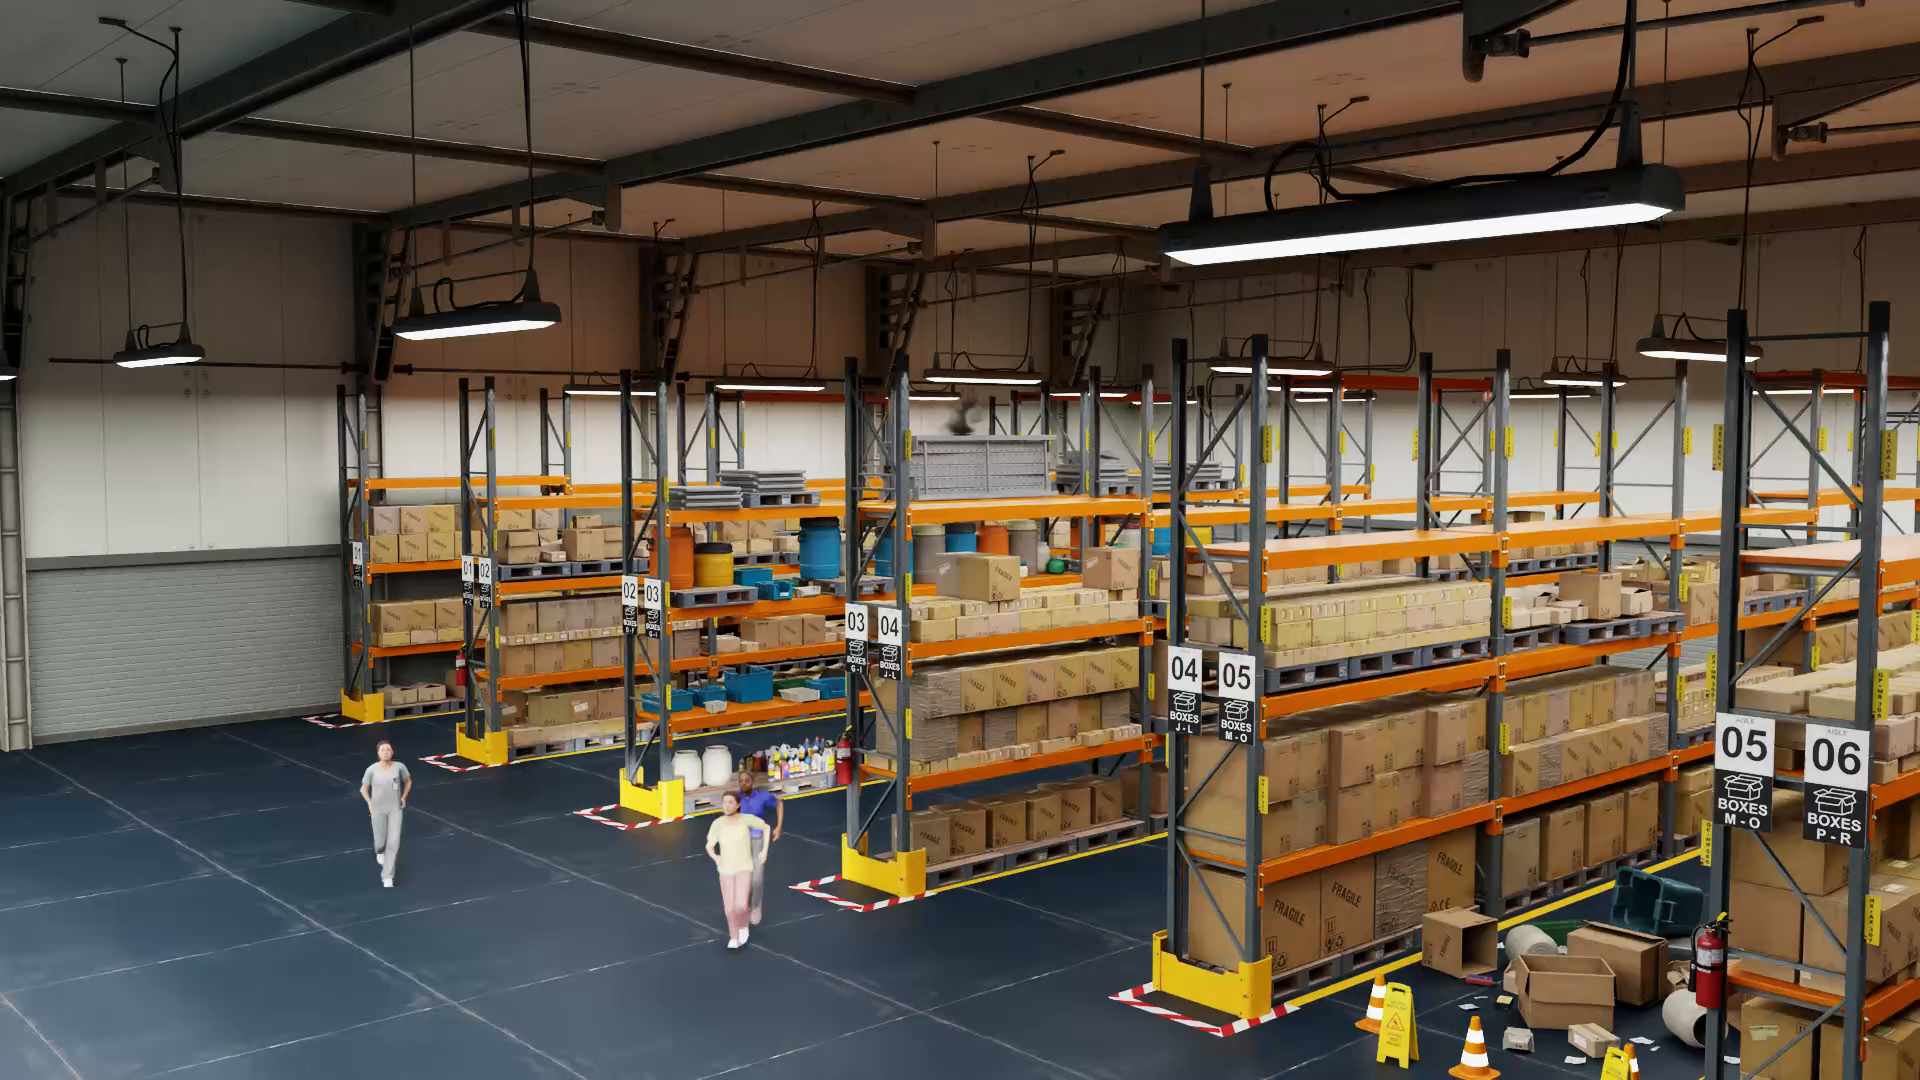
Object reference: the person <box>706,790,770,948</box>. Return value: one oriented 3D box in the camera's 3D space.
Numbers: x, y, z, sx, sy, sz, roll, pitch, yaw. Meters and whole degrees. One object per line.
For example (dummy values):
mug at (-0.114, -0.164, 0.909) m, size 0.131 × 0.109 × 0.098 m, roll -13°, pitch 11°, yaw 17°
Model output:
person at (-2.200, 3.268, 16.383) m, size 0.594 × 1.620 × 0.714 m, roll 0°, pitch 4°, yaw 6°

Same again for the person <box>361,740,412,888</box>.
person at (-6.566, 3.102, 19.064) m, size 0.565 × 1.641 × 0.731 m, roll -2°, pitch 4°, yaw -23°

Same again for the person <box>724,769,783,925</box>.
person at (-2.167, 3.197, 17.354) m, size 0.592 × 1.627 × 0.830 m, roll 0°, pitch 4°, yaw 2°
